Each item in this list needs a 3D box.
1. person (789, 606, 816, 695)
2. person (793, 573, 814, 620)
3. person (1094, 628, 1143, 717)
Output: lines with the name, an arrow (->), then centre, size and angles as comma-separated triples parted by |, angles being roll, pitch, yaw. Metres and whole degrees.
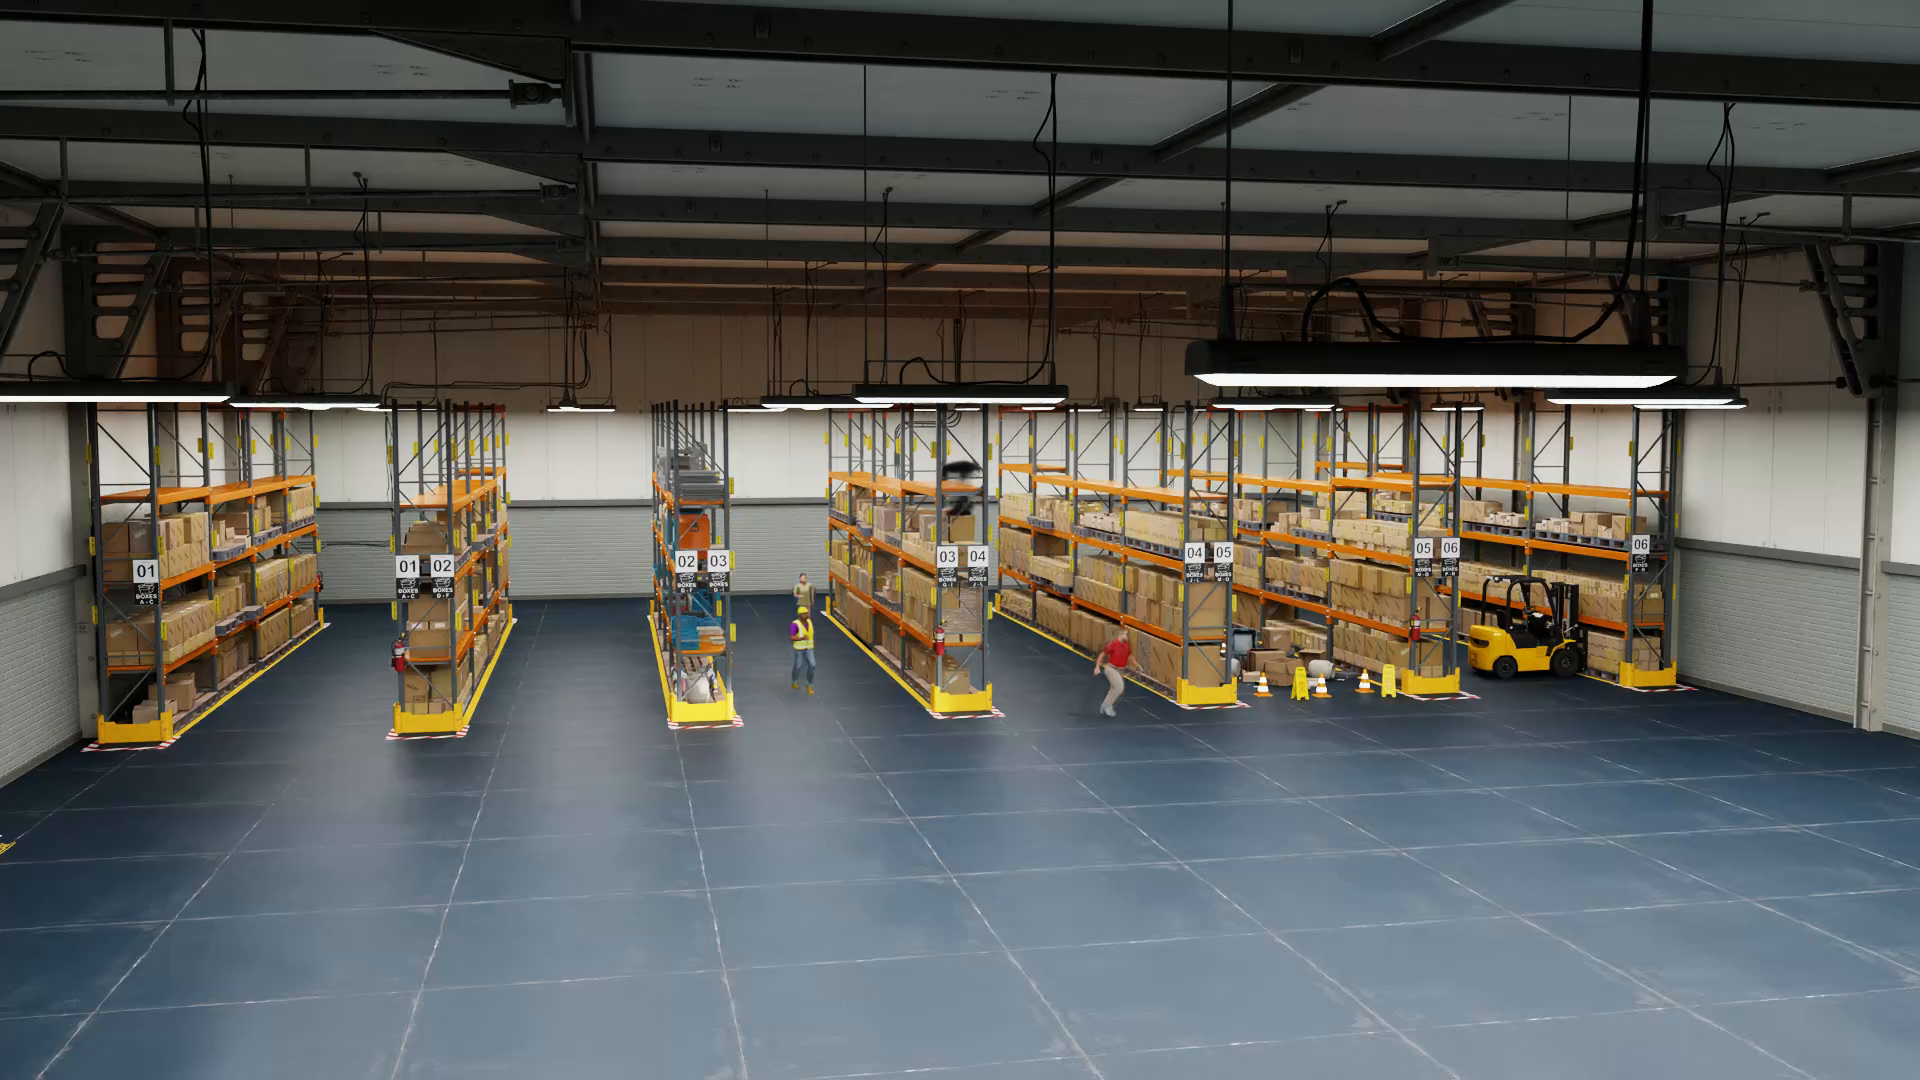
person -> -3.222, 2.269, 34.149 | 0.664, 1.824, 0.852 | -3, 5, -30
person -> -3.984, 1.695, 42.410 | 0.537, 1.713, 0.804 | -1, 4, -9
person -> 3.017, 2.499, 31.486 | 0.818, 1.673, 0.651 | 3, 6, 39
